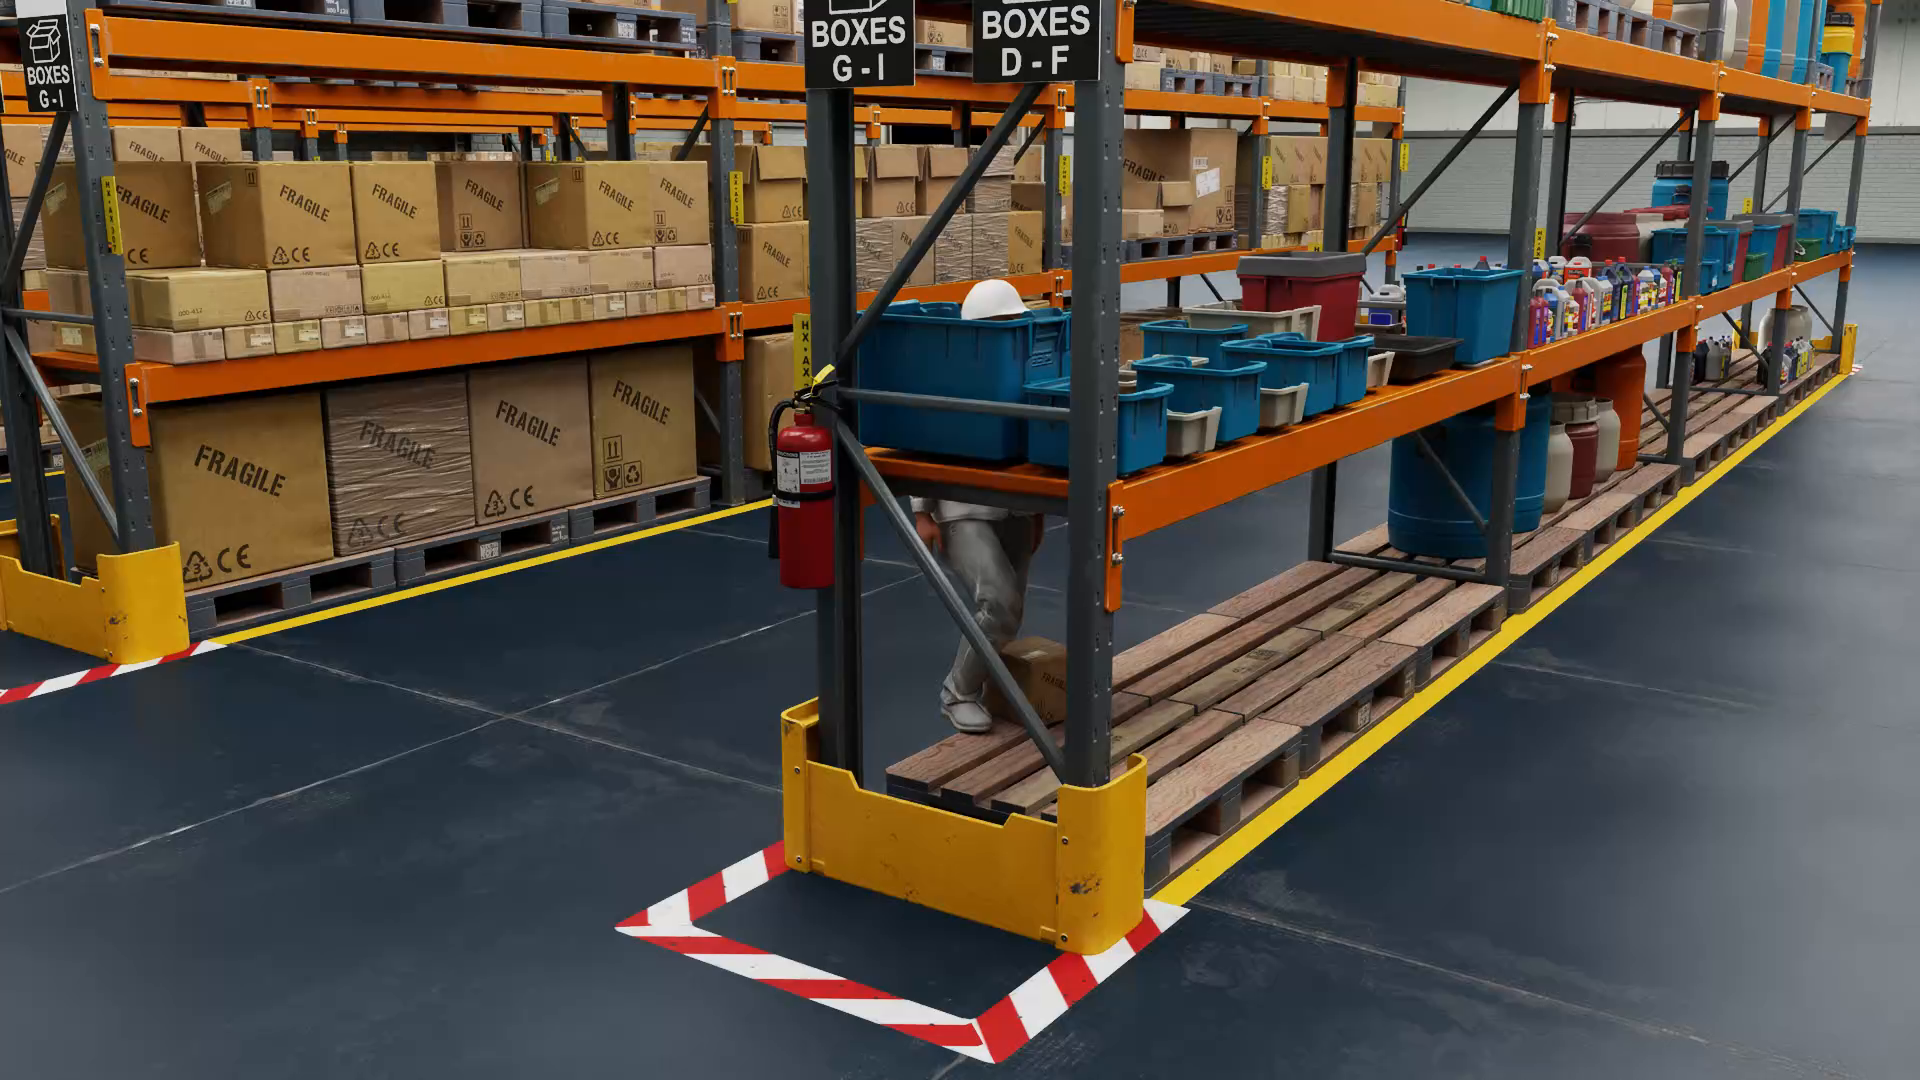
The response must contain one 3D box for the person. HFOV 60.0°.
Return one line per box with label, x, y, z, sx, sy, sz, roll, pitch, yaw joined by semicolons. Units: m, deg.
person;0.139;-0.054;6.110;0.634;1.774;0.614;-10;16;-38
